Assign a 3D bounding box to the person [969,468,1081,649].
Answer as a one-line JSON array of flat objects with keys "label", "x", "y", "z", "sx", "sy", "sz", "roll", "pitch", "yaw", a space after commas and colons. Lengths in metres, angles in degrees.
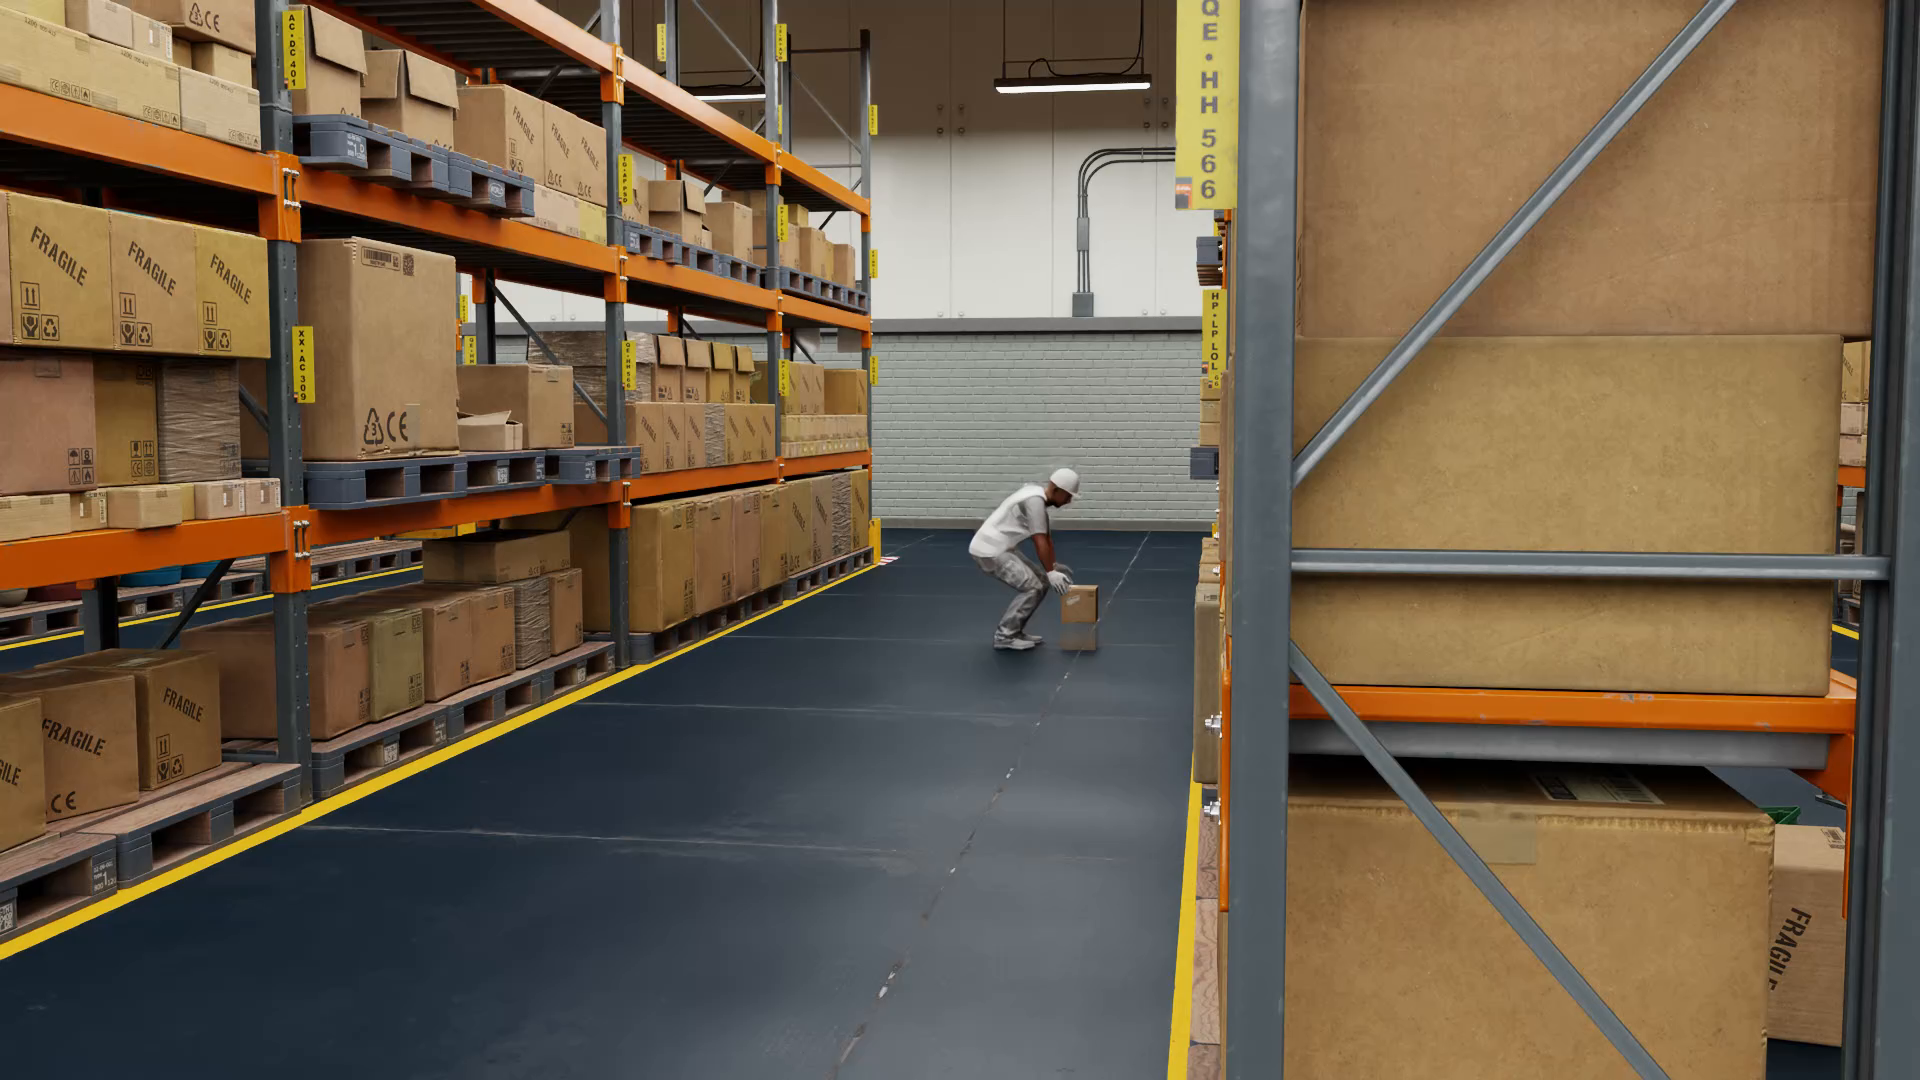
[{"label": "person", "x": 0.481, "y": 0.129, "z": 12.287, "sx": 0.813, "sy": 1.322, "sz": 0.612, "roll": 1, "pitch": 4, "yaw": 9}]
